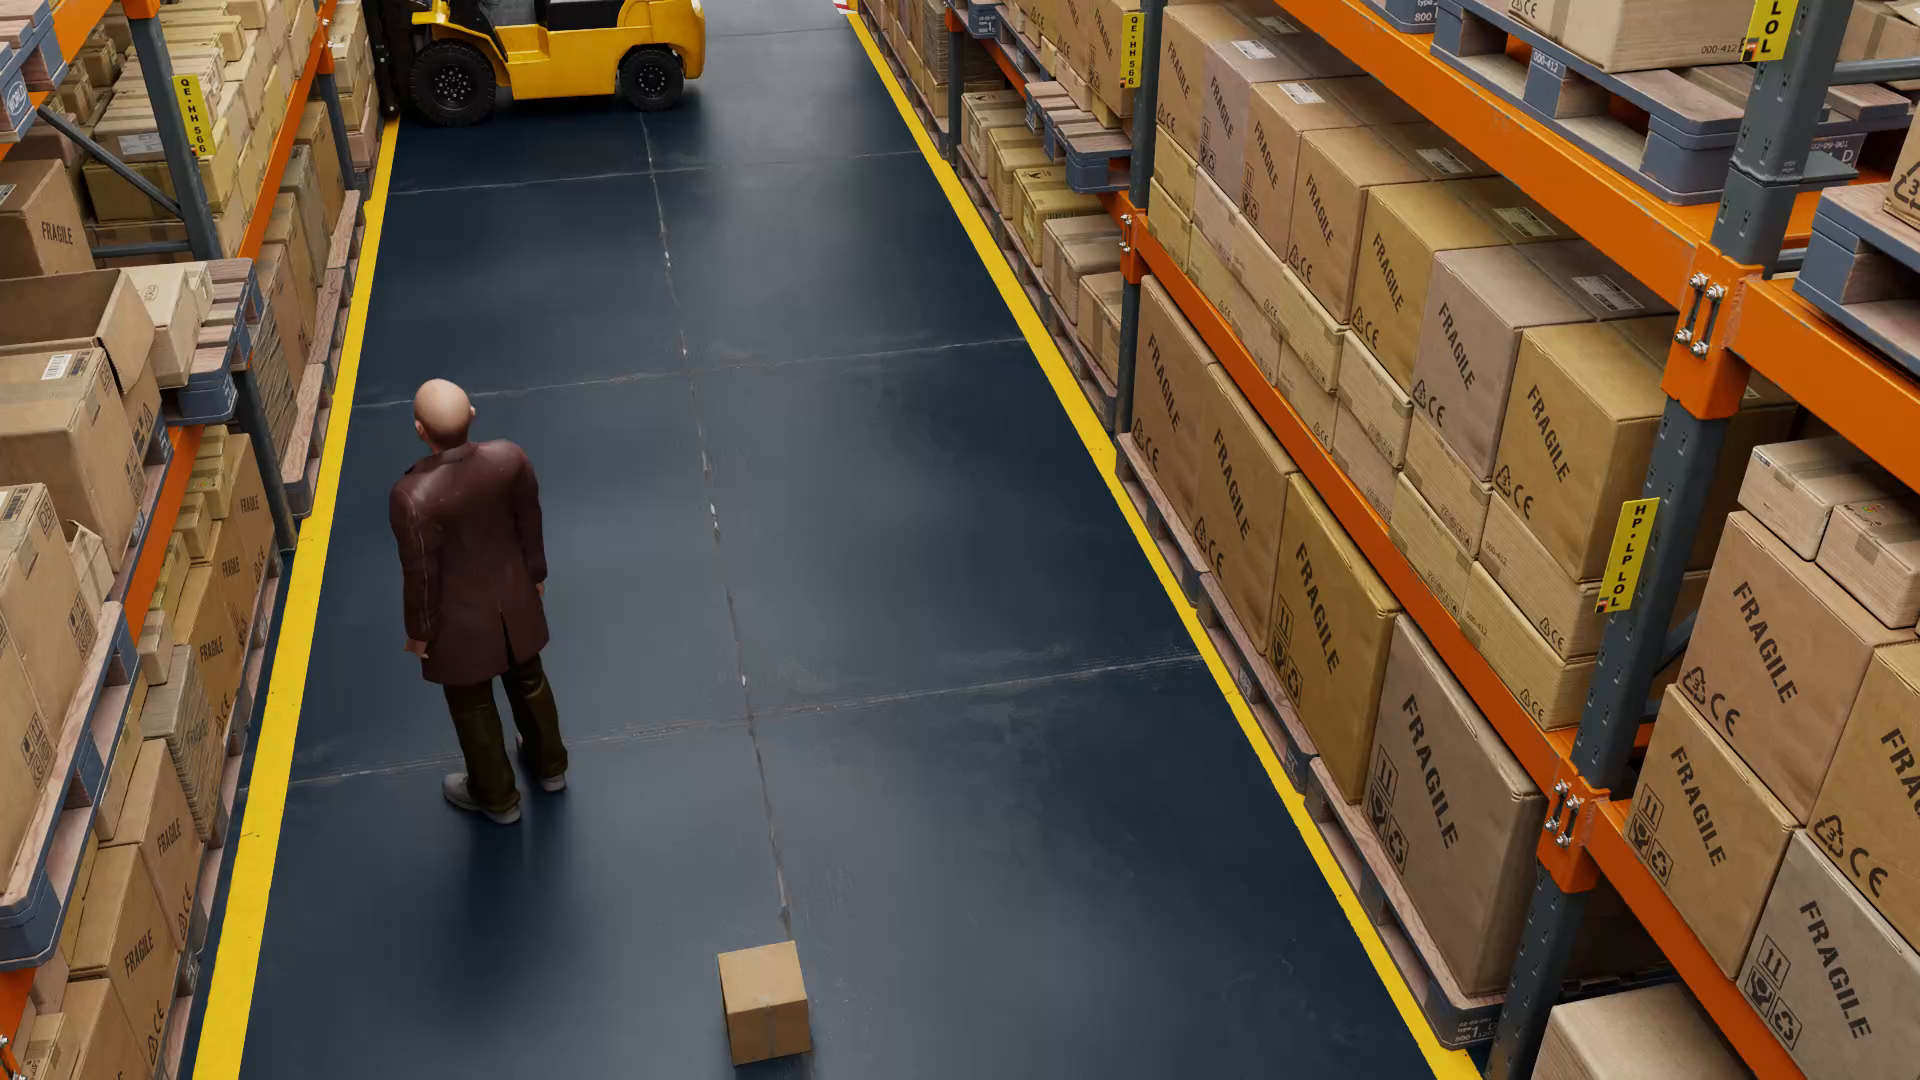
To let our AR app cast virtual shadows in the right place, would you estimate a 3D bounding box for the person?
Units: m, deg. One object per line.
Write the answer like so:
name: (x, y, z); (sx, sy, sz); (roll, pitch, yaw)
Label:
person: (-1.719, 0.209, 5.838); (0.396, 1.781, 0.553); (27, 42, 34)
